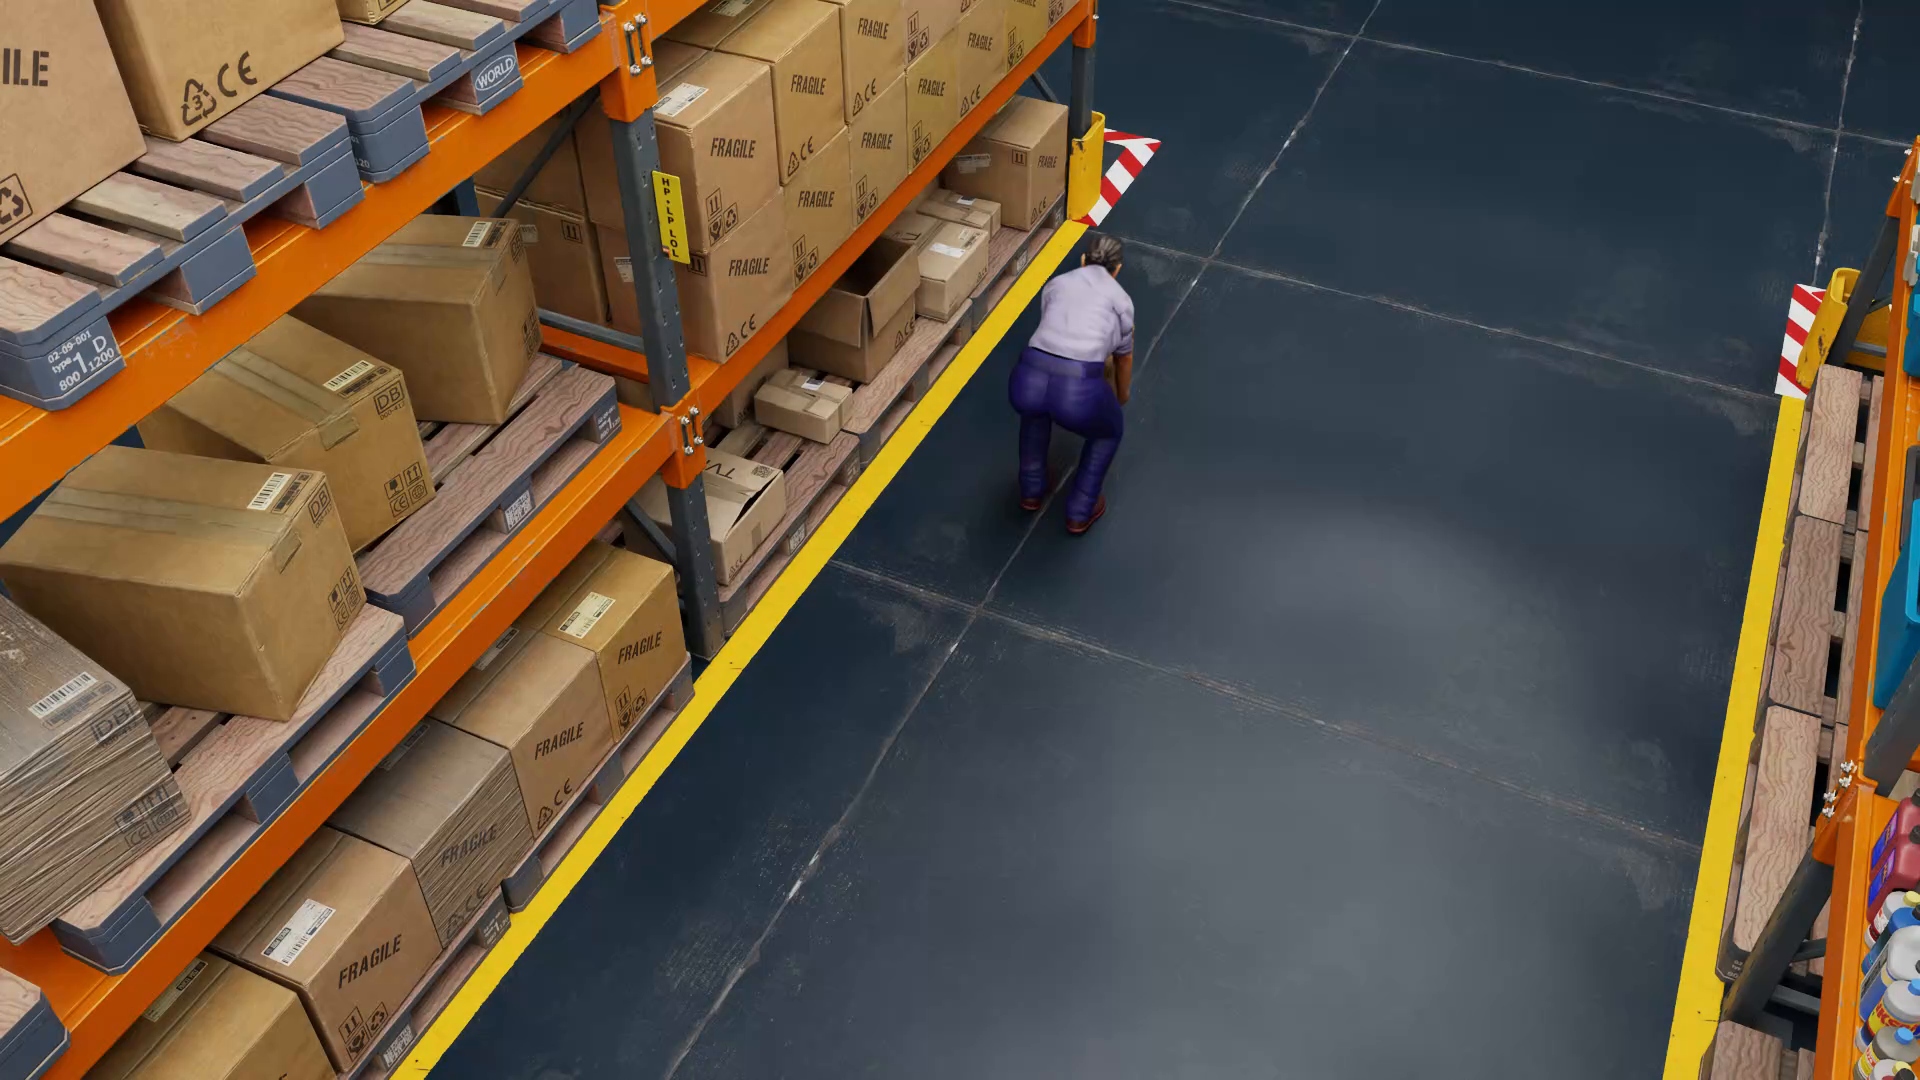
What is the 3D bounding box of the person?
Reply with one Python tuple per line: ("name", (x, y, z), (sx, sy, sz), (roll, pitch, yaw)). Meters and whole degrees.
("person", (0.513, -0.662, 7.291), (0.483, 1.126, 0.877), (16, 45, 16))
